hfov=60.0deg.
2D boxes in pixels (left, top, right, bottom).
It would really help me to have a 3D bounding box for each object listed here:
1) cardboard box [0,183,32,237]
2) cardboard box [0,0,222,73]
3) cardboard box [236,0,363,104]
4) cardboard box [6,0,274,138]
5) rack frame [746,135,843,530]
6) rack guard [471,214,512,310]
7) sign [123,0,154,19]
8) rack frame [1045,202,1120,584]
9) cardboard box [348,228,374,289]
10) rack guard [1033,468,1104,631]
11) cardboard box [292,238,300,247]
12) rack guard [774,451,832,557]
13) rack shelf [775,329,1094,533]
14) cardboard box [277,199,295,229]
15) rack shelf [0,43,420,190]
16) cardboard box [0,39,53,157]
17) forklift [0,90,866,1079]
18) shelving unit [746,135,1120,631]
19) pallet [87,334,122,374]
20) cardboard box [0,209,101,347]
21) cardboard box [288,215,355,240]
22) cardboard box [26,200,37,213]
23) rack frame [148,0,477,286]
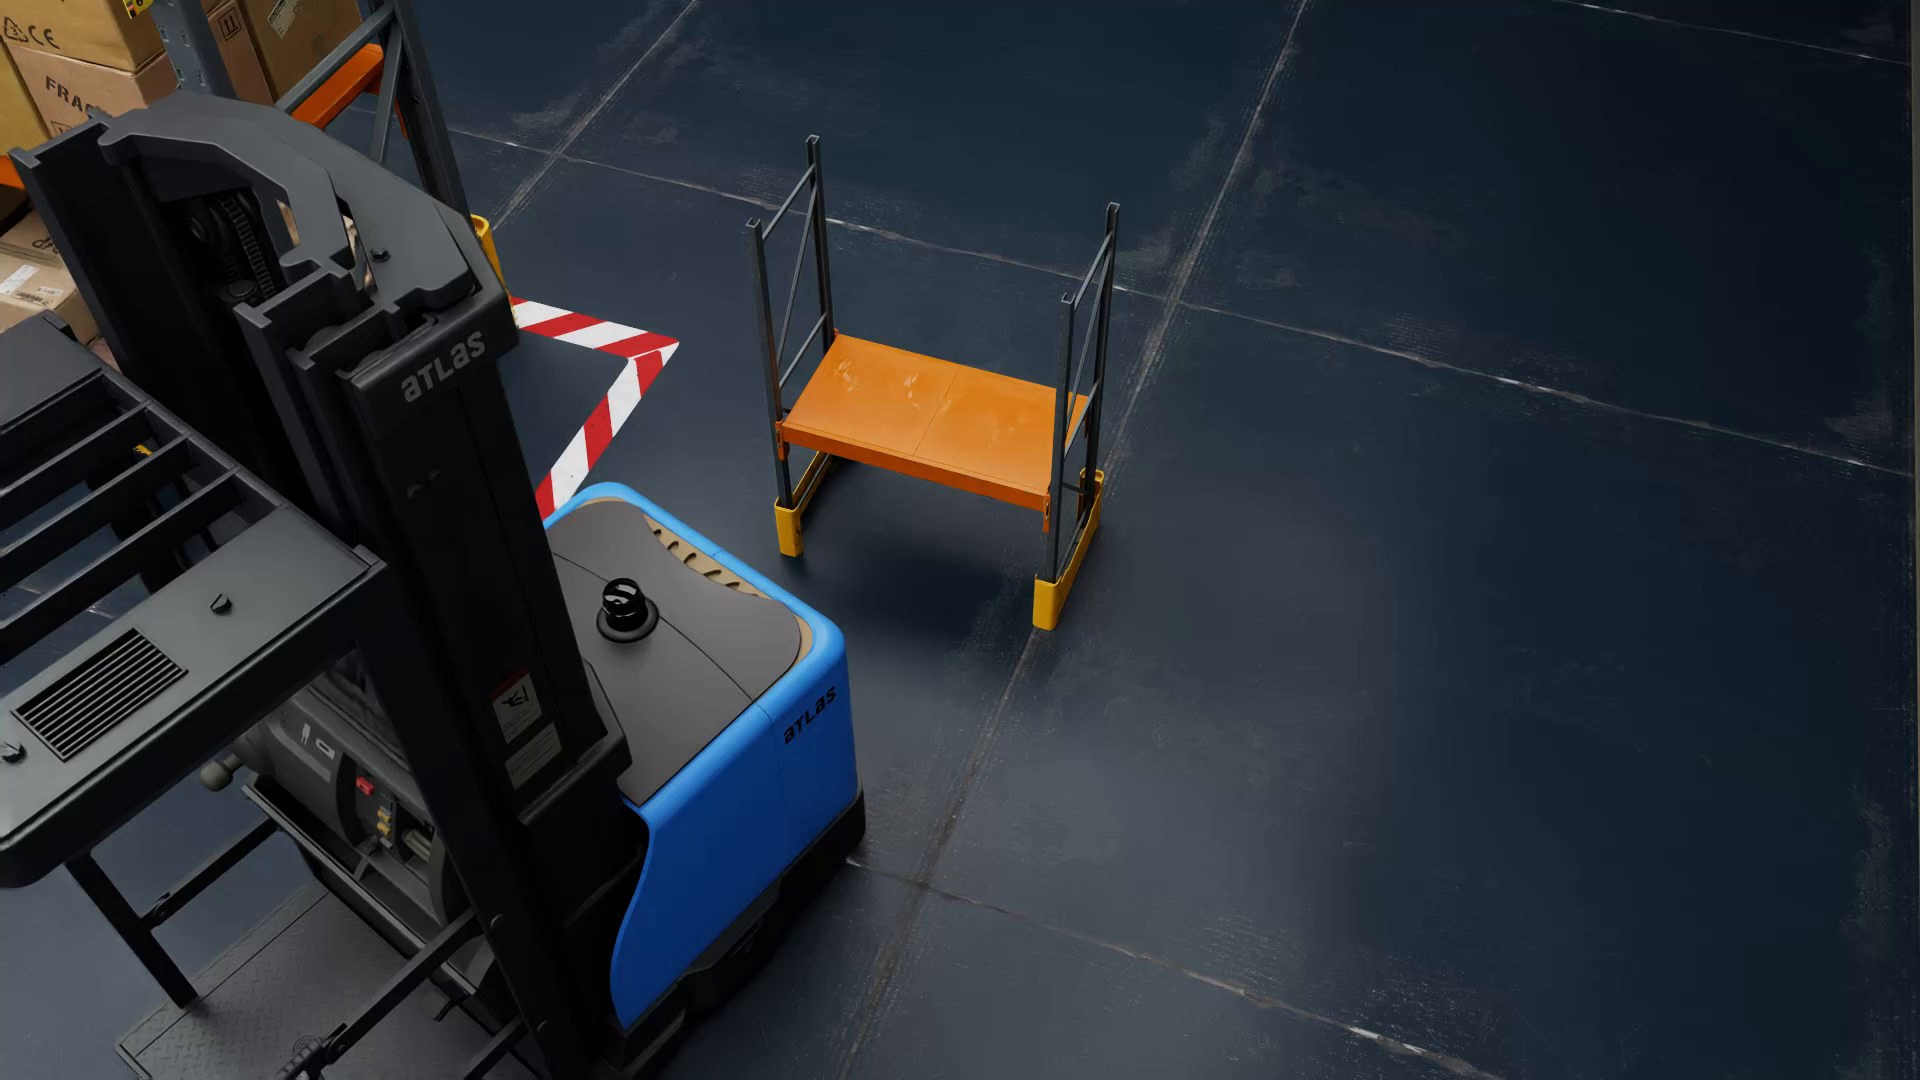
[{"bbox_3d":[-4.157,-1.440,6.874,0.637,0.503,0.797,16,51,13],"label":"cardboard box"},{"bbox_3d":[-2.681,-1.836,5.128,0.500,0.500,0.500,15,51,13],"label":"cardboard box"},{"bbox_3d":[-2.493,-1.890,5.837,0.500,0.500,0.500,17,51,14],"label":"cardboard box"},{"bbox_3d":[-2.683,-1.511,5.509,0.500,0.500,0.500,17,51,14],"label":"cardboard box"},{"bbox_3d":[-0.557,-0.647,5.818,0.032,1.500,0.500,16,51,13],"label":"rack frame"},{"bbox_3d":[-2.240,-0.755,6.574,0.348,0.500,1.175,16,51,13],"label":"rack guard"},{"bbox_3d":[-2.380,-1.649,4.719,0.005,0.325,0.100,16,51,13],"label":"sign"},{"bbox_3d":[0.397,-0.380,5.587,0.032,1.500,0.500,16,51,13],"label":"rack frame"},{"bbox_3d":[-2.442,-1.118,6.829,0.250,0.149,0.380,16,51,13],"label":"cardboard box"},{"bbox_3d":[0.396,0.029,6.060,0.087,0.250,0.587,16,51,13],"label":"rack guard"},{"bbox_3d":[-2.764,-0.847,6.362,0.500,0.500,0.500,16,51,13],"label":"cardboard box"},{"bbox_3d":[-0.539,-0.232,6.286,0.087,0.250,0.587,16,51,13],"label":"rack guard"},{"bbox_3d":[-0.080,-0.396,5.839,1.000,0.185,0.538,16,51,13],"label":"rack shelf"},{"bbox_3d":[-3.049,-1.272,6.896,0.500,0.250,0.500,16,51,13],"label":"cardboard box"},{"bbox_3d":[-4.045,-1.842,6.338,4.000,0.370,1.077,16,51,13],"label":"rack shelf"},{"bbox_3d":[-3.171,-1.645,5.624,0.500,0.500,0.500,16,51,13],"label":"cardboard box"},{"bbox_3d":[-1.619,0.639,3.757,1.130,2.935,3.031,31,56,24],"label":"forklift"},{"bbox_3d":[-0.072,-0.511,5.701,1.083,1.500,0.587,16,51,13],"label":"shelving unit"},{"bbox_3d":[-2.988,-0.869,6.863,1.213,0.211,1.003,16,51,13],"label":"pallet"},{"bbox_3d":[-3.645,-1.035,6.691,0.500,0.250,0.500,16,51,13],"label":"cardboard box"},{"bbox_3d":[-2.677,-1.189,6.879,0.250,0.166,0.380,16,51,13],"label":"cardboard box"},{"bbox_3d":[-3.518,-1.403,7.009,0.500,0.250,0.500,16,51,13],"label":"cardboard box"},{"bbox_3d":[-2.169,-1.554,5.612,0.127,3.000,1.000,16,51,13],"label":"rack frame"}]
